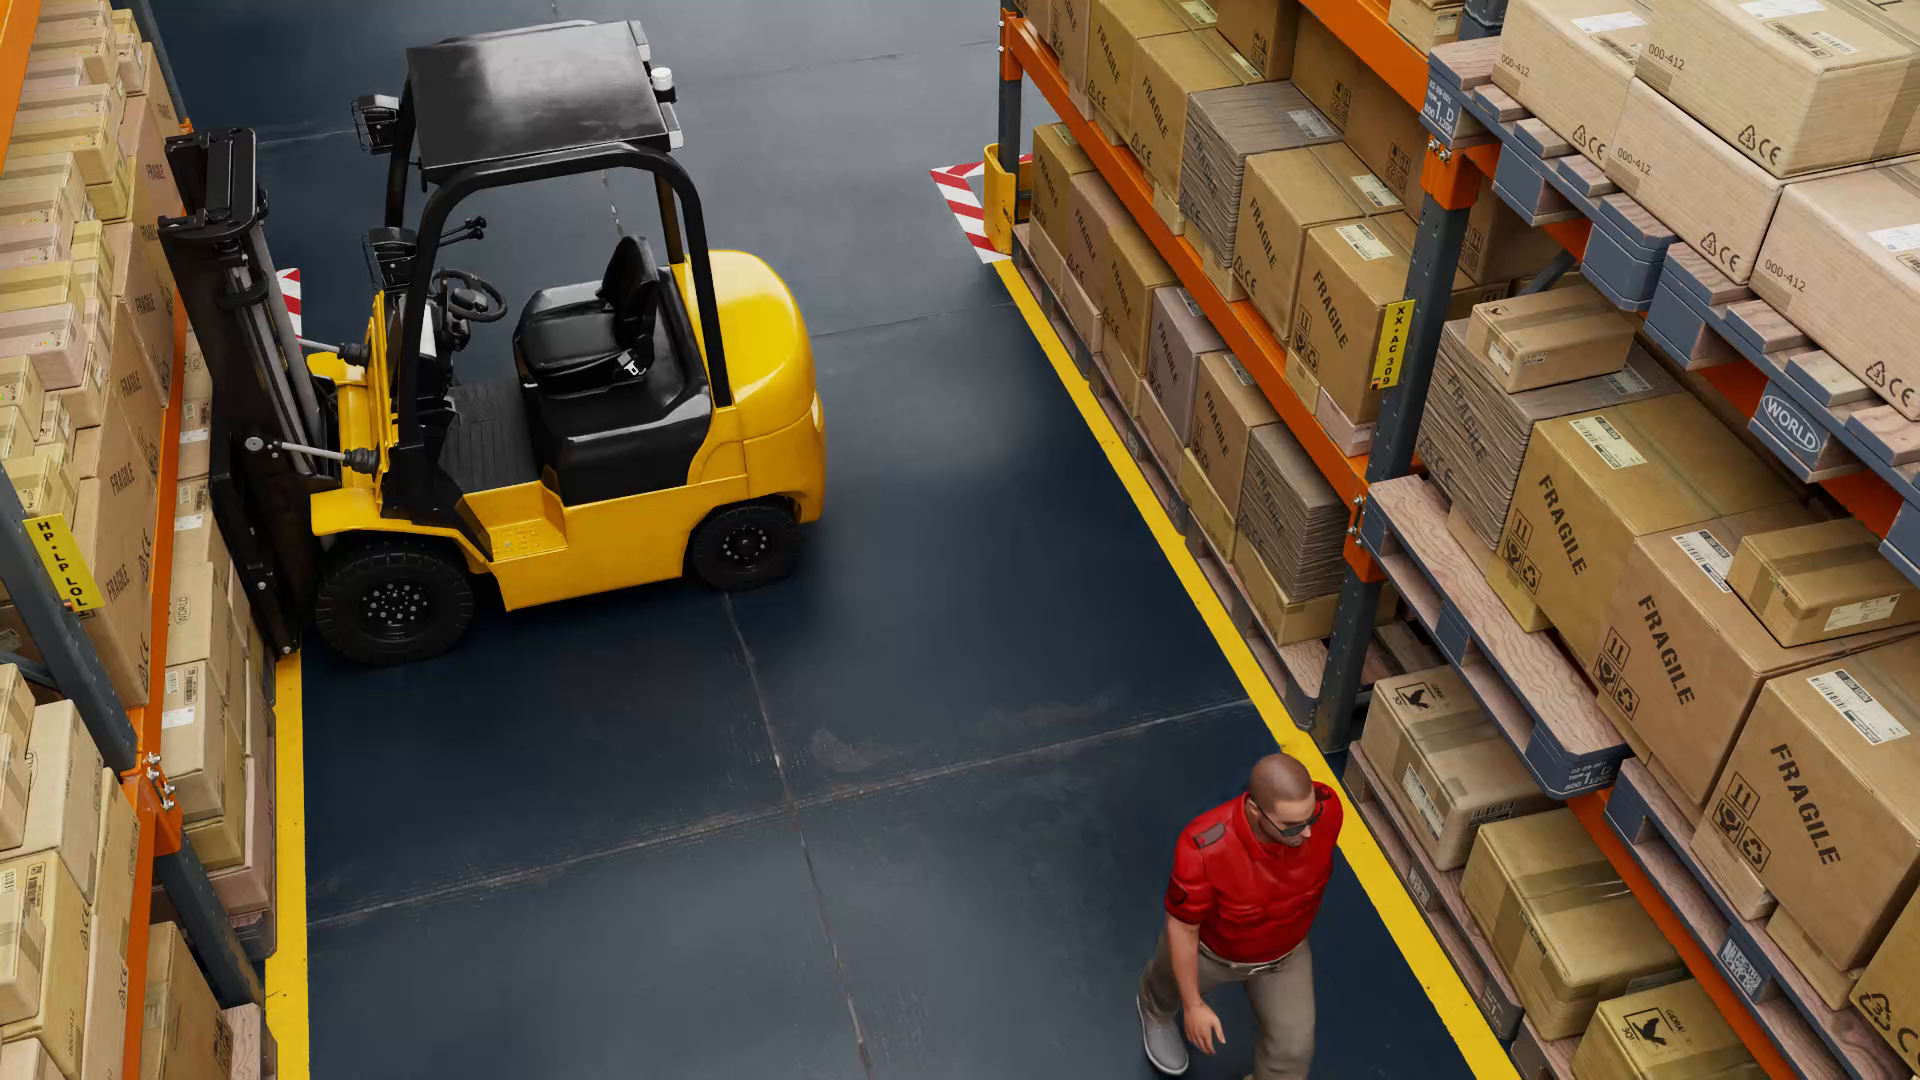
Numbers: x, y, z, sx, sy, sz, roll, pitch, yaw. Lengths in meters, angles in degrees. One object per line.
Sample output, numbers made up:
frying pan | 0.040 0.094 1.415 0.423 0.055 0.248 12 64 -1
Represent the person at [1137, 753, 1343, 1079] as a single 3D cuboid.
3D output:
person | 0.826 1.209 4.867 0.558 1.766 0.832 -12 43 -13
